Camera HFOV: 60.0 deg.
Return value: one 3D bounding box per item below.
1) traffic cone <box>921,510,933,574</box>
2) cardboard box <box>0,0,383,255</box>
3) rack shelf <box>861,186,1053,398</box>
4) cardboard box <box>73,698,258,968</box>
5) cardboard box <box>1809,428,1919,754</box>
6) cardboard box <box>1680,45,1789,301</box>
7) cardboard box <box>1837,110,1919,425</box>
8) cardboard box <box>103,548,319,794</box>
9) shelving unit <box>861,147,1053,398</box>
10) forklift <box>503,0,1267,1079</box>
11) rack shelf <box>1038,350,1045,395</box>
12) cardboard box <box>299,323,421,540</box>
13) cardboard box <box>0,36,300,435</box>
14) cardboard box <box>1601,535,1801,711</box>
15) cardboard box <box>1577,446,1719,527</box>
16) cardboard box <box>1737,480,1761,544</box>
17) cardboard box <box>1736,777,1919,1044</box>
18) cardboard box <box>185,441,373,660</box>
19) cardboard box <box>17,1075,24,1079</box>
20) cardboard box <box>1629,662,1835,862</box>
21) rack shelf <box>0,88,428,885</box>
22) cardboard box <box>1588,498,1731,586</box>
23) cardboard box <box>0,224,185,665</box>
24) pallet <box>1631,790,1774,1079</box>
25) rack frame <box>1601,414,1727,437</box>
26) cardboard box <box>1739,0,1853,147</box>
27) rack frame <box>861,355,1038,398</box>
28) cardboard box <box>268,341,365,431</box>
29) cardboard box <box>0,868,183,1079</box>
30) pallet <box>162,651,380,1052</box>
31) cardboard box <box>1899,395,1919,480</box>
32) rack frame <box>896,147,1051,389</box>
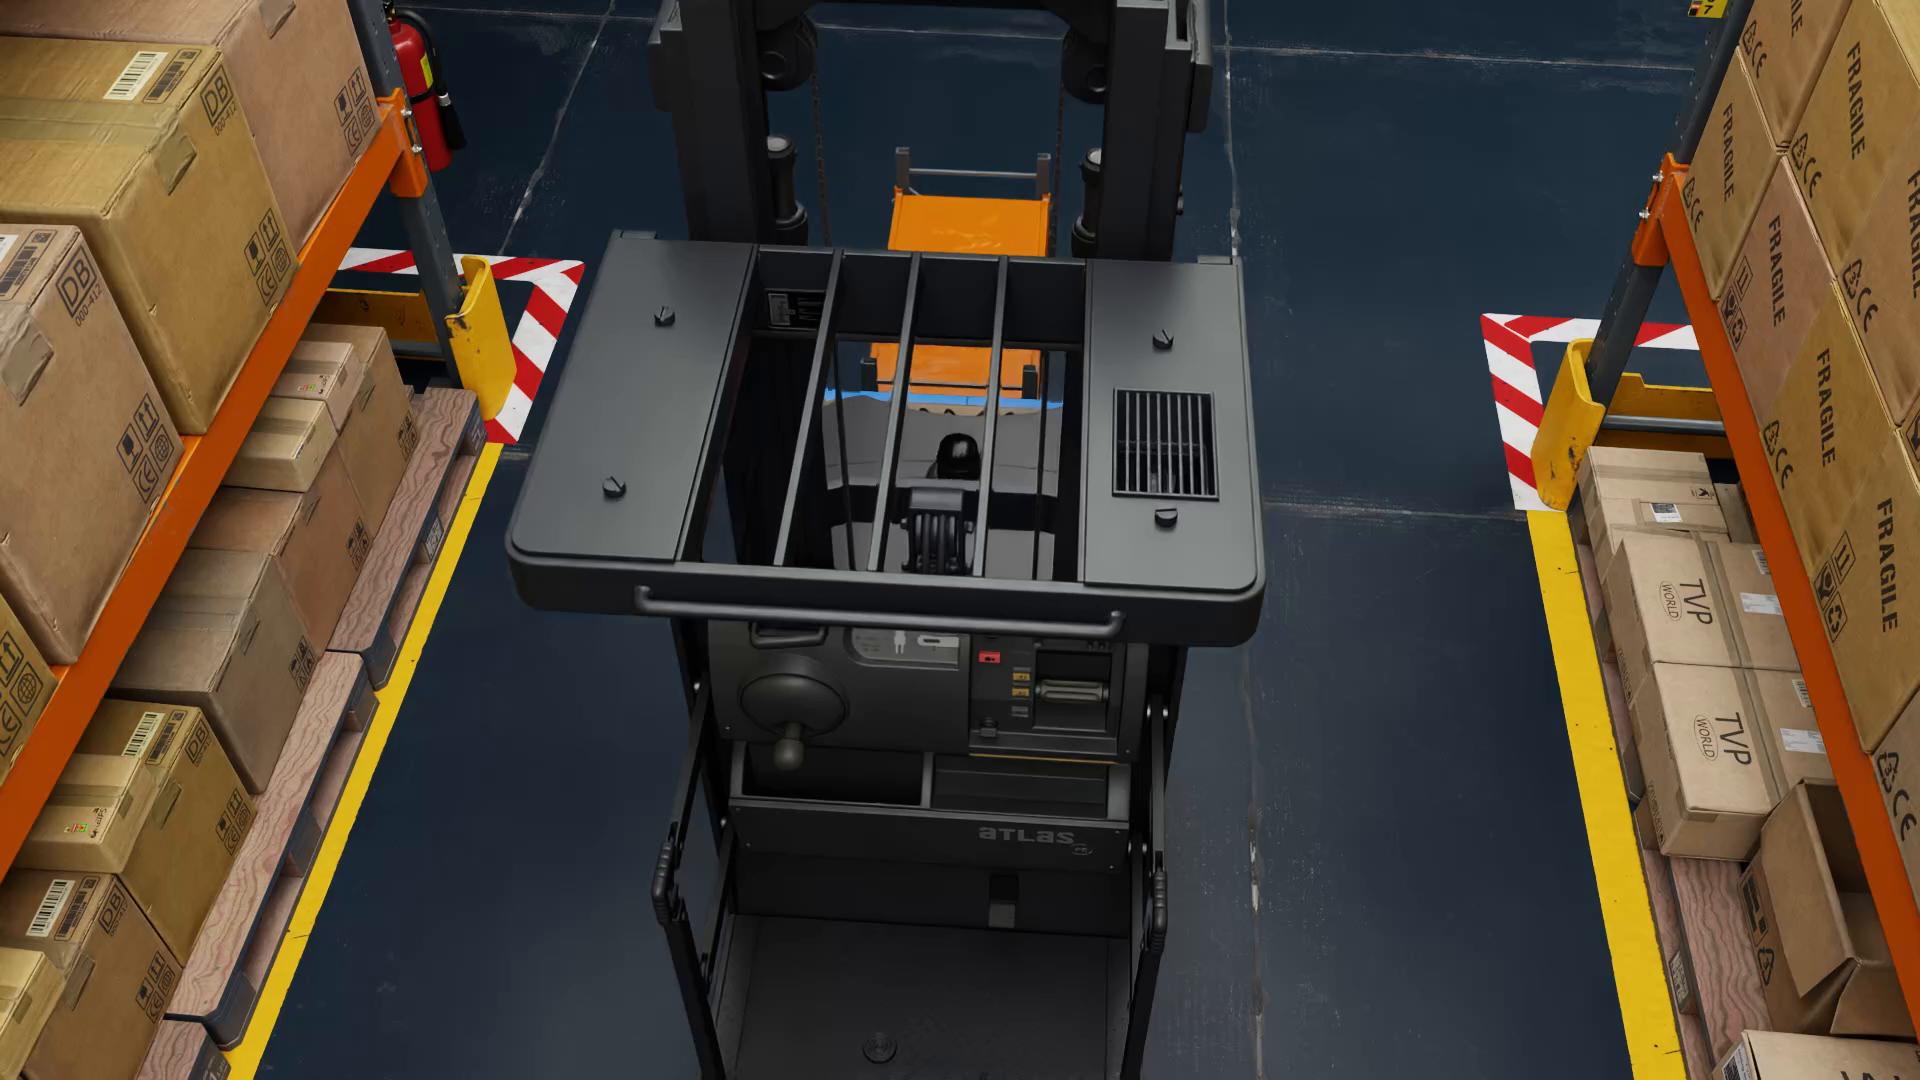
[{"bbox_3d":[-0.085,0.324,3.985,0.062,1.202,0.307,4,48,4],"label":"traffic cone"},{"bbox_3d":[-2.320,-1.318,4.720,0.980,0.700,0.700,6,48,5],"label":"cardboard box"},{"bbox_3d":[0.006,-0.692,5.224,0.538,0.278,1.000,3,48,3],"label":"rack shelf"},{"bbox_3d":[-2.379,0.760,4.431,0.700,0.500,0.500,5,48,4],"label":"cardboard box"},{"bbox_3d":[2.210,0.128,3.533,0.500,0.500,0.500,4,48,4],"label":"cardboard box"},{"bbox_3d":[2.347,-0.988,4.553,0.500,0.500,0.500,5,48,4],"label":"cardboard box"},{"bbox_3d":[2.257,-0.573,3.496,0.500,0.500,0.500,4,48,4],"label":"cardboard box"},{"bbox_3d":[-2.338,0.368,4.790,0.700,0.500,0.500,2,48,2],"label":"cardboard box"},{"bbox_3d":[0.006,-0.494,5.440,0.538,1.125,1.048,3,48,3],"label":"shelving unit"},{"bbox_3d":[-0.082,0.411,3.388,1.130,2.935,3.031,3,48,3],"label":"forklift"},{"bbox_3d":[0.006,-0.329,5.620,0.538,0.278,1.000,3,48,3],"label":"rack shelf"},{"bbox_3d":[-2.247,-0.370,5.465,0.700,0.500,0.500,4,48,4],"label":"cardboard box"},{"bbox_3d":[-2.375,-0.783,4.230,0.980,0.700,0.700,4,48,3],"label":"cardboard box"},{"bbox_3d":[2.273,0.265,5.040,0.500,0.250,0.500,4,48,4],"label":"cardboard box"},{"bbox_3d":[2.270,-0.164,5.501,0.380,0.149,0.250,4,48,4],"label":"cardboard box"},{"bbox_3d":[2.846,-0.151,5.251,0.500,0.500,0.500,4,48,4],"label":"cardboard box"},{"bbox_3d":[2.452,0.990,4.205,0.797,0.503,0.637,4,48,4],"label":"cardboard box"},{"bbox_3d":[-2.293,-0.002,5.128,0.700,0.500,0.500,4,48,3],"label":"cardboard box"},{"bbox_3d":[-2.477,1.506,3.749,0.700,0.500,0.500,4,48,4],"label":"cardboard box"},{"bbox_3d":[2.227,0.633,4.704,0.500,0.250,0.500,4,48,4],"label":"cardboard box"},{"bbox_3d":[-2.465,0.120,4.095,1.077,0.370,4.000,4,48,4],"label":"rack shelf"},{"bbox_3d":[2.247,0.014,5.326,0.380,0.166,0.250,4,48,4],"label":"cardboard box"},{"bbox_3d":[-2.453,-0.223,3.718,0.980,0.700,0.700,2,48,2],"label":"cardboard box"},{"bbox_3d":[2.458,1.215,4.496,1.003,0.211,1.213,4,48,4],"label":"pallet"},{"bbox_3d":[2.647,-1.262,4.872,0.949,2.616,0.053,4,48,4],"label":"rack frame"},{"bbox_3d":[2.347,-1.325,4.184,0.500,0.500,0.500,5,48,5],"label":"cardboard box"},{"bbox_3d":[-0.029,-0.120,5.098,0.500,1.125,0.032,3,48,3],"label":"rack frame"},{"bbox_3d":[-2.078,-0.482,5.128,0.380,0.149,0.250,3,48,3],"label":"cardboard box"},{"bbox_3d":[-2.428,1.137,4.087,0.700,0.500,0.500,3,48,3],"label":"cardboard box"},{"bbox_3d":[-2.392,0.835,4.843,1.003,0.211,1.213,4,48,4],"label":"pallet"},{"bbox_3d":[2.211,-0.200,3.155,0.500,0.500,0.500,3,48,3],"label":"cardboard box"},{"bbox_3d":[0.042,-0.869,5.782,0.500,1.125,0.032,3,48,3],"label":"rack frame"}]
